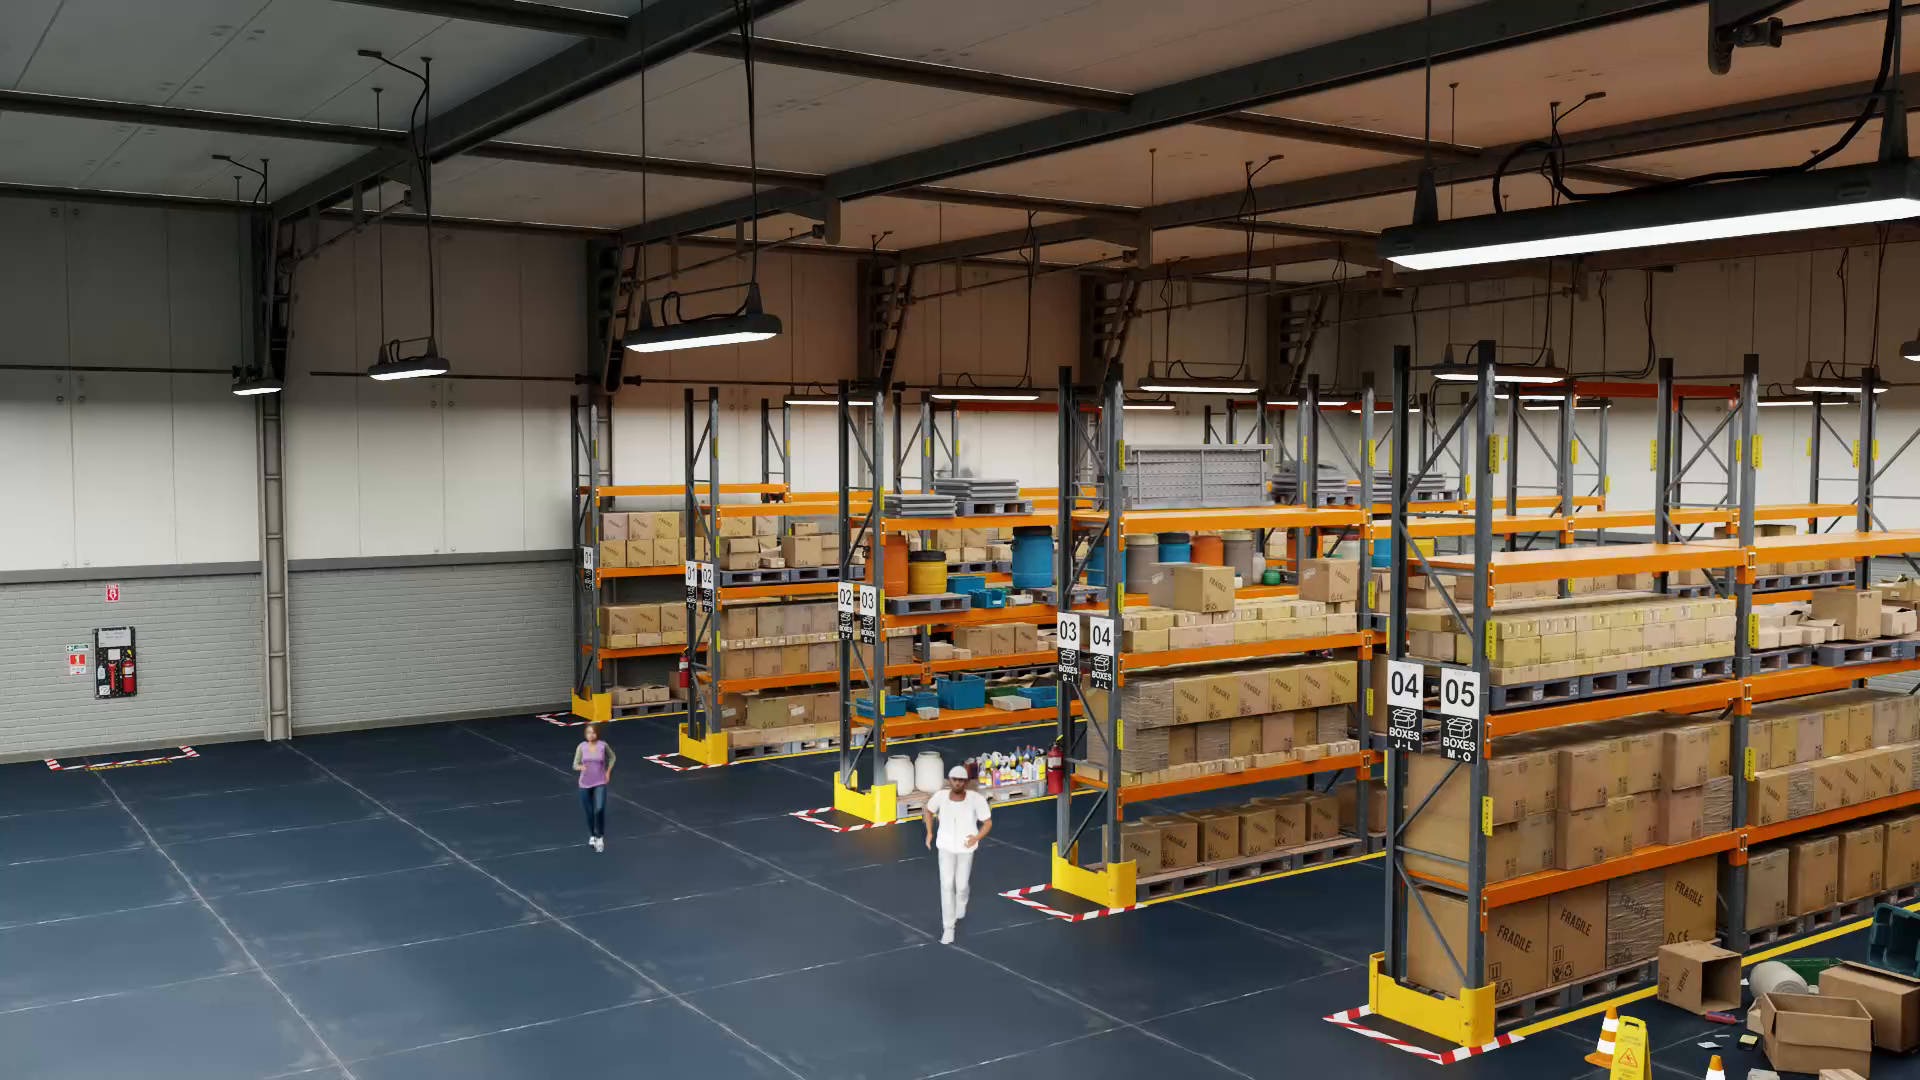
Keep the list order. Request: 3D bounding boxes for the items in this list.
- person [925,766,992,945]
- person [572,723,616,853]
[{"bbox_3d":[-0.022,3.235,17.427,0.718,1.772,0.943,0,3,3],"label":"person"},{"bbox_3d":[-4.599,3.110,20.882,0.517,1.608,0.639,0,3,-7],"label":"person"}]
